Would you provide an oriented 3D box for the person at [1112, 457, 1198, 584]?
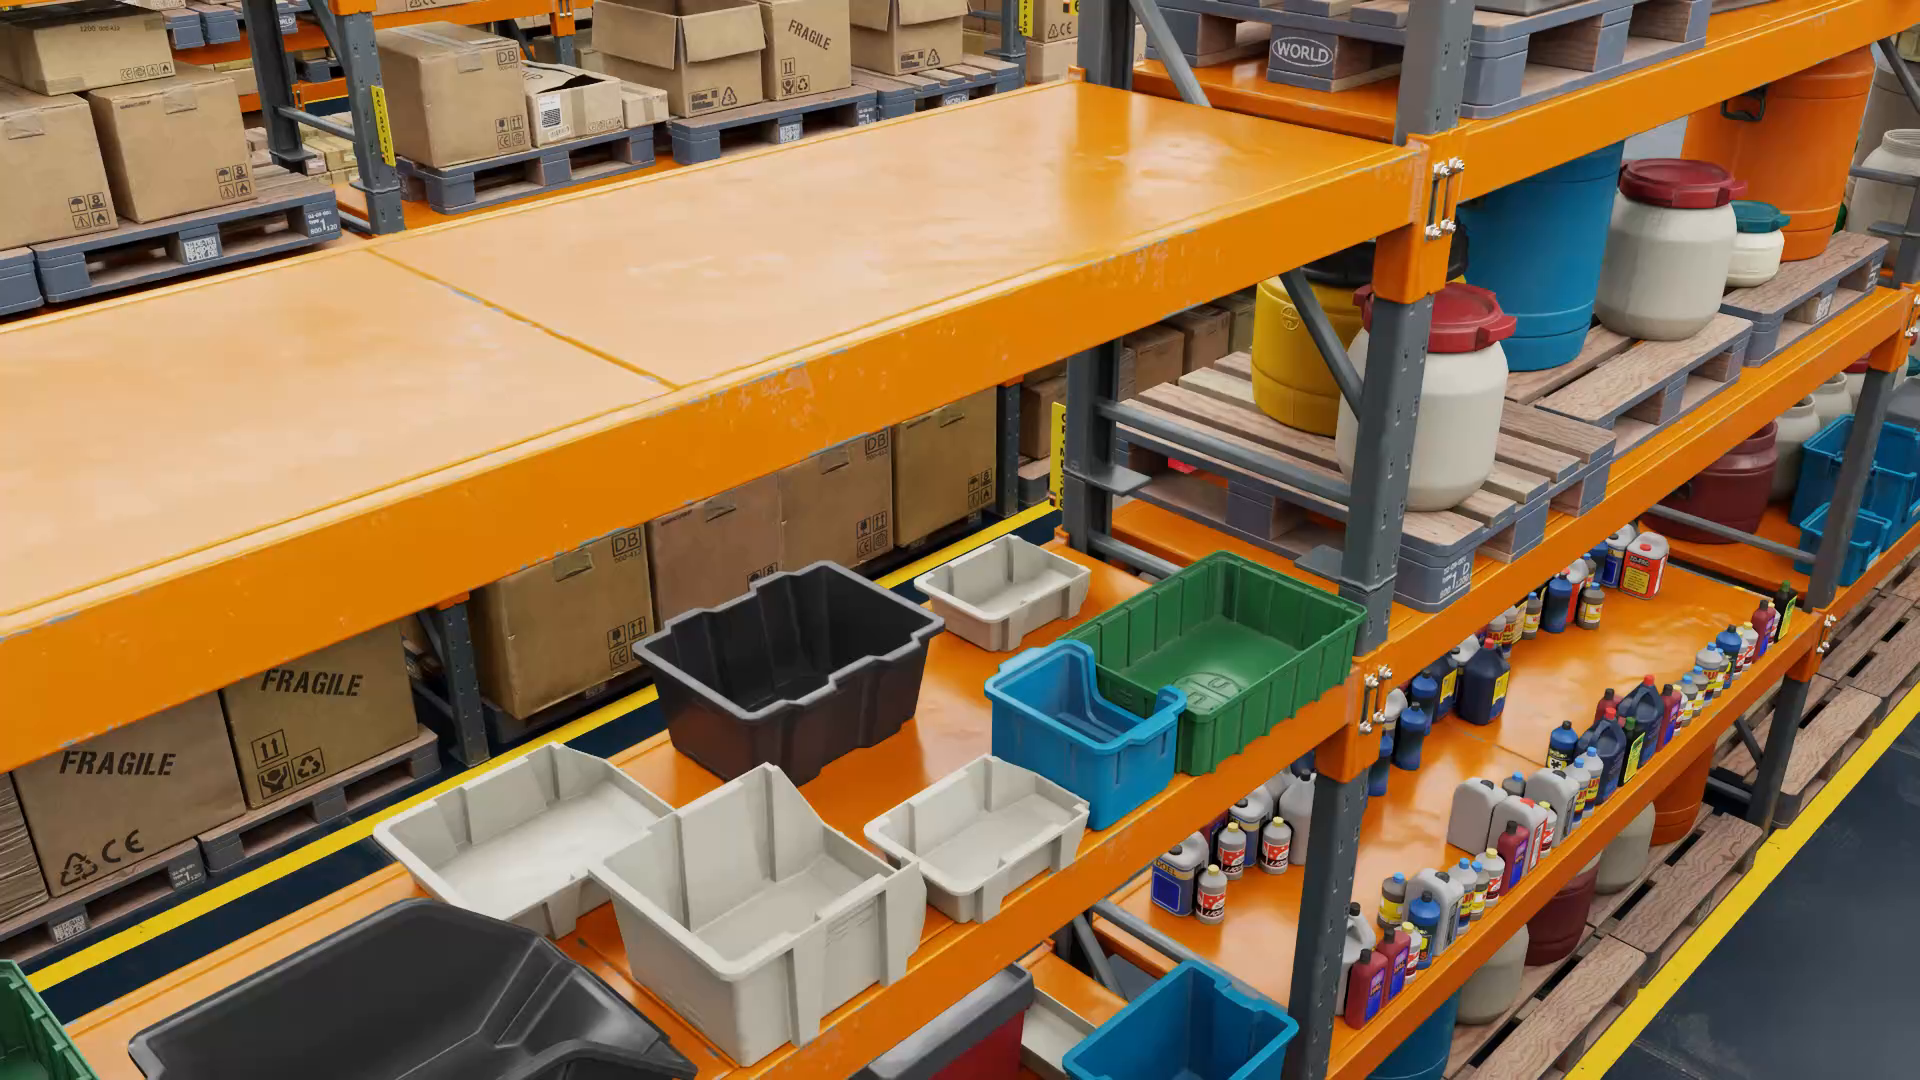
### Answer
[{"bbox_3d":[1.187,-0.111,10.119,0.545,0.855,0.957,23,35,37],"label":"person"}]
